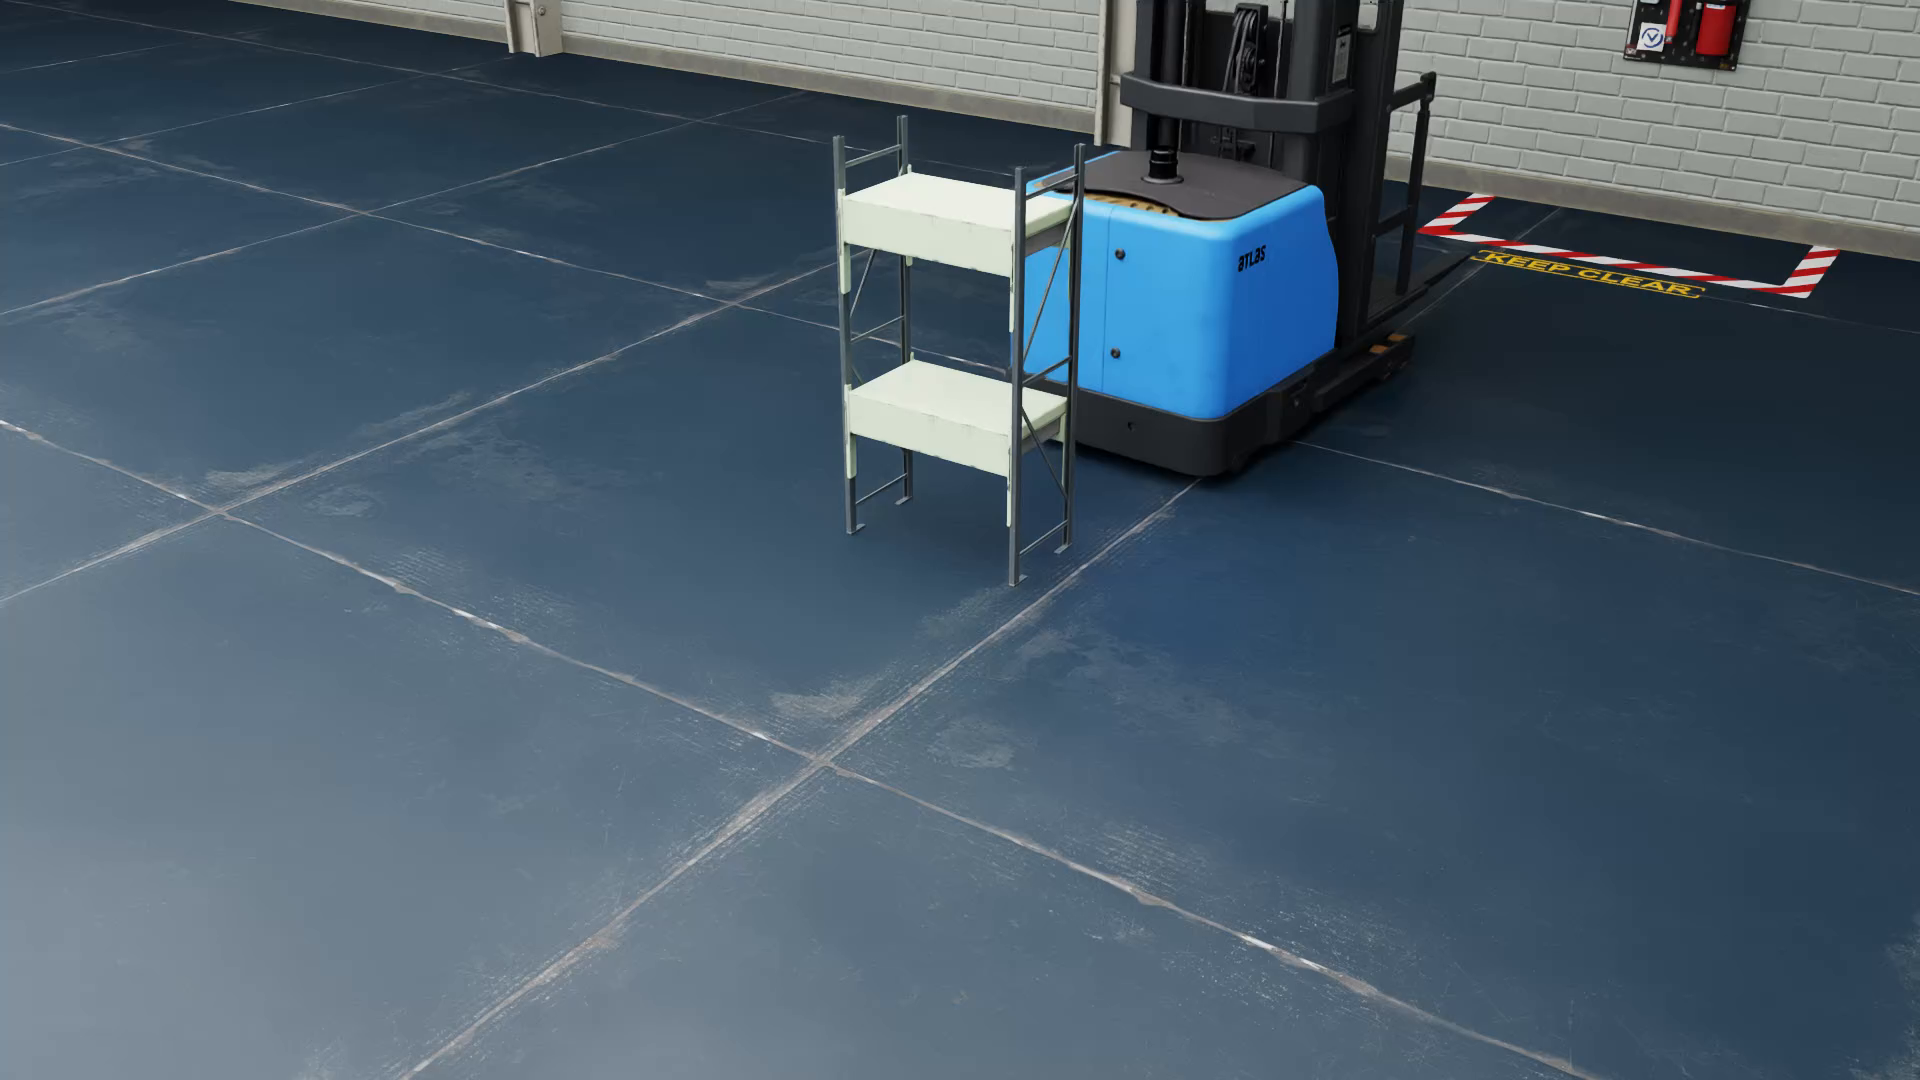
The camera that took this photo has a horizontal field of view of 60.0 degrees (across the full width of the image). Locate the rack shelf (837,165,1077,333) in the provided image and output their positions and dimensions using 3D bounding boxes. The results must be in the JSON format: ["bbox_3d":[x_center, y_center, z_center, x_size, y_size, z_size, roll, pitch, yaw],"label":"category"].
[{"bbox_3d":[-0.006,-1.018,5.736,0.720,0.370,0.431,17,32,30],"label":"rack shelf"}]

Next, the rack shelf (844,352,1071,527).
[{"bbox_3d":[-0.006,-0.380,6.061,0.720,0.370,0.431,17,32,30],"label":"rack shelf"}]

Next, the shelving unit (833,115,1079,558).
[{"bbox_3d":[-0.008,-0.671,5.915,0.748,1.500,0.431,17,32,30],"label":"shelving unit"}]

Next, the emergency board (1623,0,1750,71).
[{"bbox_3d":[4.122,-3.239,9.308,0.643,1.169,0.194,17,32,30],"label":"emergency board"}]

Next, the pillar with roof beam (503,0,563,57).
[{"bbox_3d":[-6.192,-6.736,9.565,0.400,9.000,9.100,17,32,30],"label":"pillar with roof beam"}]

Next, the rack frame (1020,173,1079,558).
[{"bbox_3d":[0.295,-0.576,5.728,0.010,1.308,0.380,17,32,30],"label":"rack frame"}]

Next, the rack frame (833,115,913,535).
[{"bbox_3d":[-0.307,-0.764,6.098,0.023,1.500,0.400,17,32,30],"label":"rack frame"}]

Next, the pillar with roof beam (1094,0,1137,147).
[{"bbox_3d":[-1.246,-5.196,6.538,0.400,9.000,9.100,17,32,30],"label":"pillar with roof beam"}]
